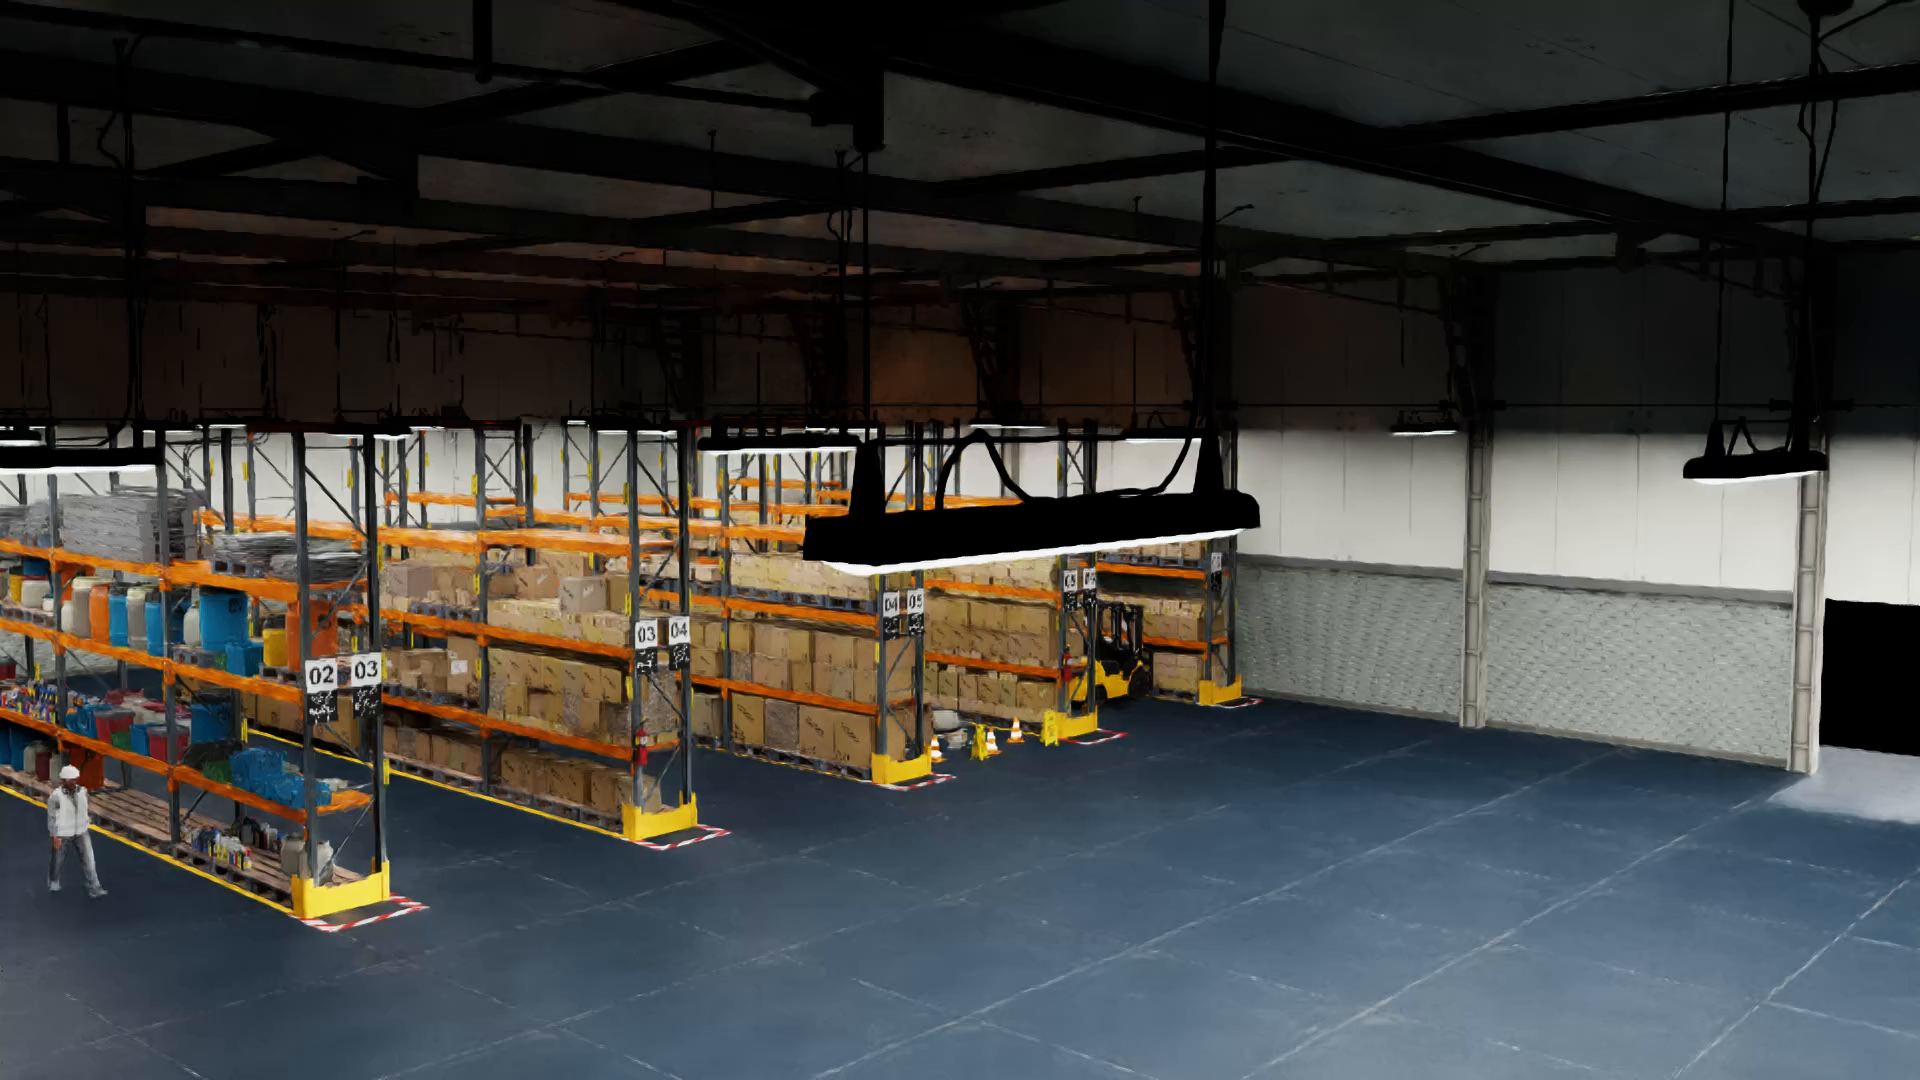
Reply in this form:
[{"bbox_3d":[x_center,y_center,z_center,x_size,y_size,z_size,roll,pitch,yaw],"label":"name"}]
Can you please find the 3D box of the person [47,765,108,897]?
[{"bbox_3d":[-11.410,3.722,21.325,1.106,1.695,0.546,4,6,40],"label":"person"}]
